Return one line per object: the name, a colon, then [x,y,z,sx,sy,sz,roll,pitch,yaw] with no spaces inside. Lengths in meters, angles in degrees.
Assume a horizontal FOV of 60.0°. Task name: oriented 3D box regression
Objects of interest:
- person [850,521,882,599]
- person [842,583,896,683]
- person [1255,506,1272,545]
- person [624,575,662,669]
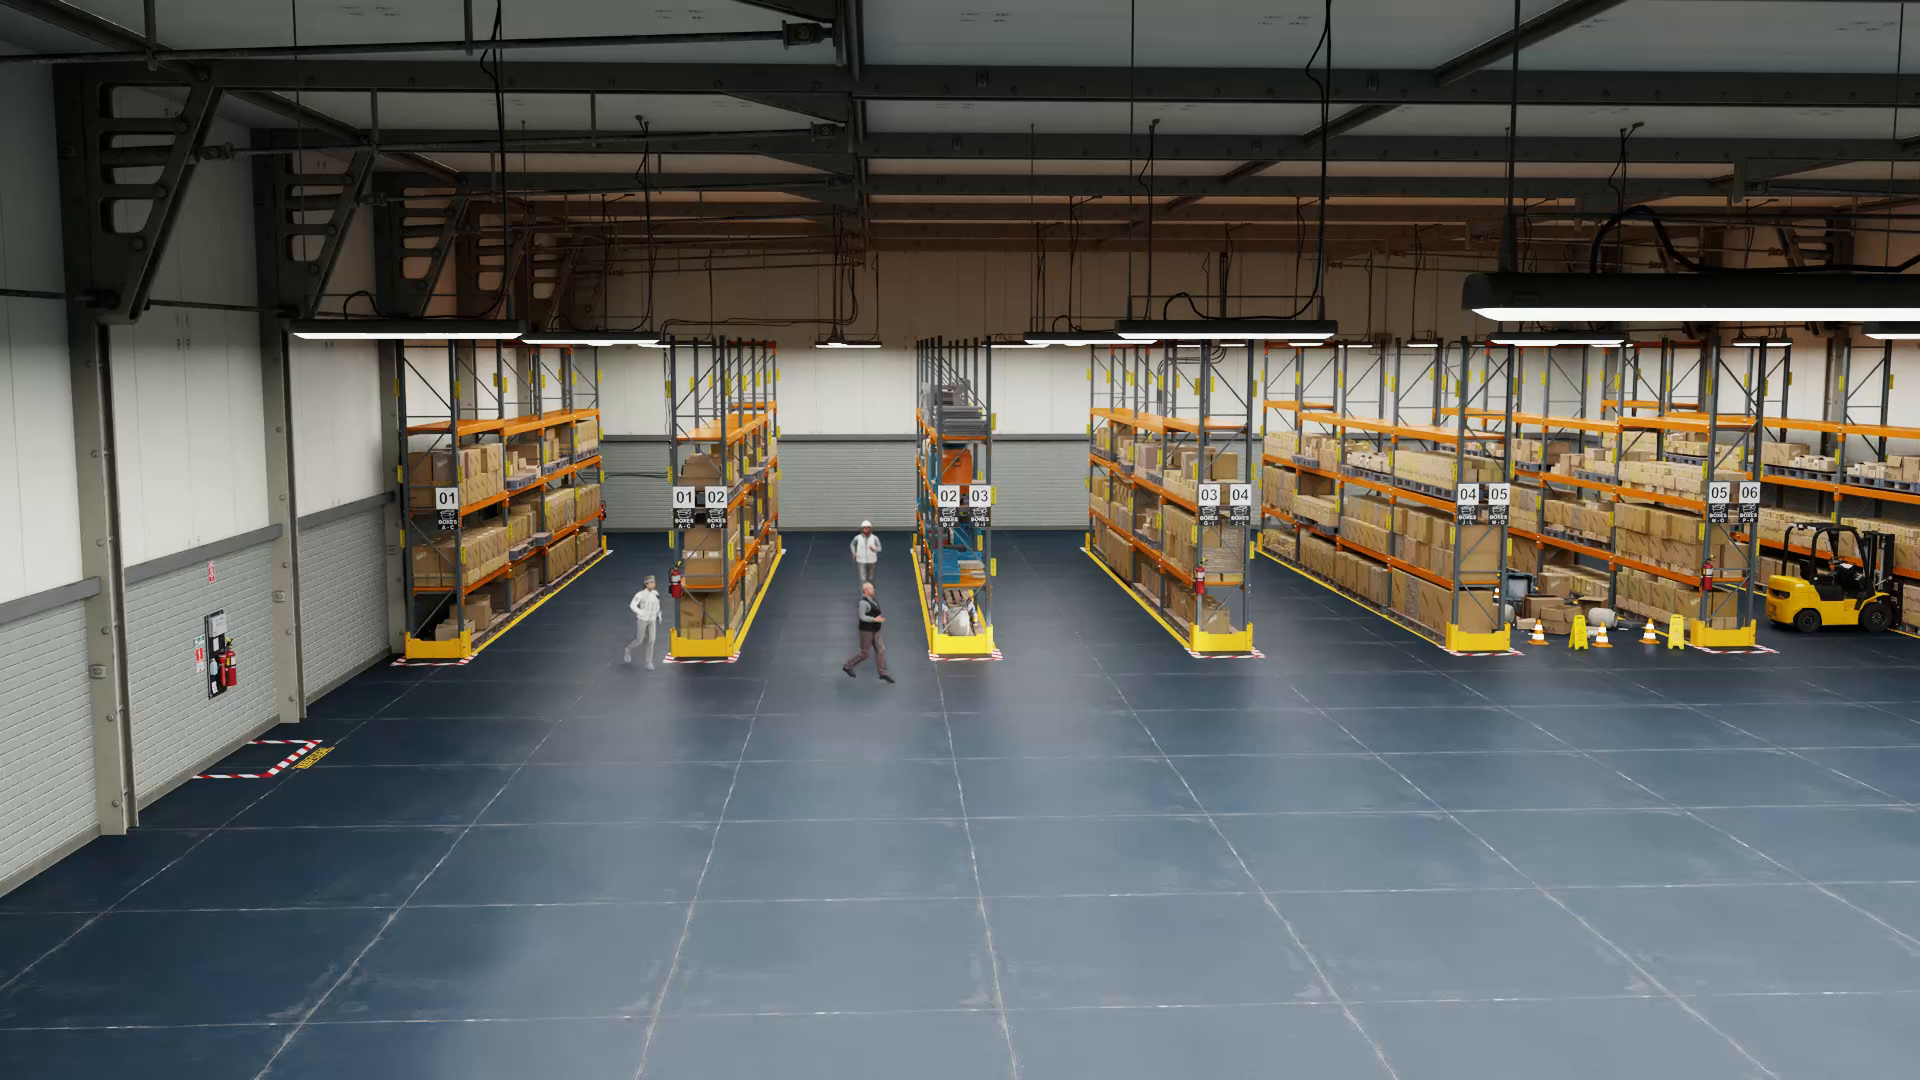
person: [-2.003,0.492,35.653,0.655,1.805,0.898,-1,7,-8]
person: [-1.580,1.602,28.756,0.953,1.738,0.670,2,7,20]
person: [9.030,-0.638,48.934,0.530,1.637,0.640,-2,7,-13]
person: [-5.663,1.465,30.223,0.674,1.651,0.893,-5,8,-40]
